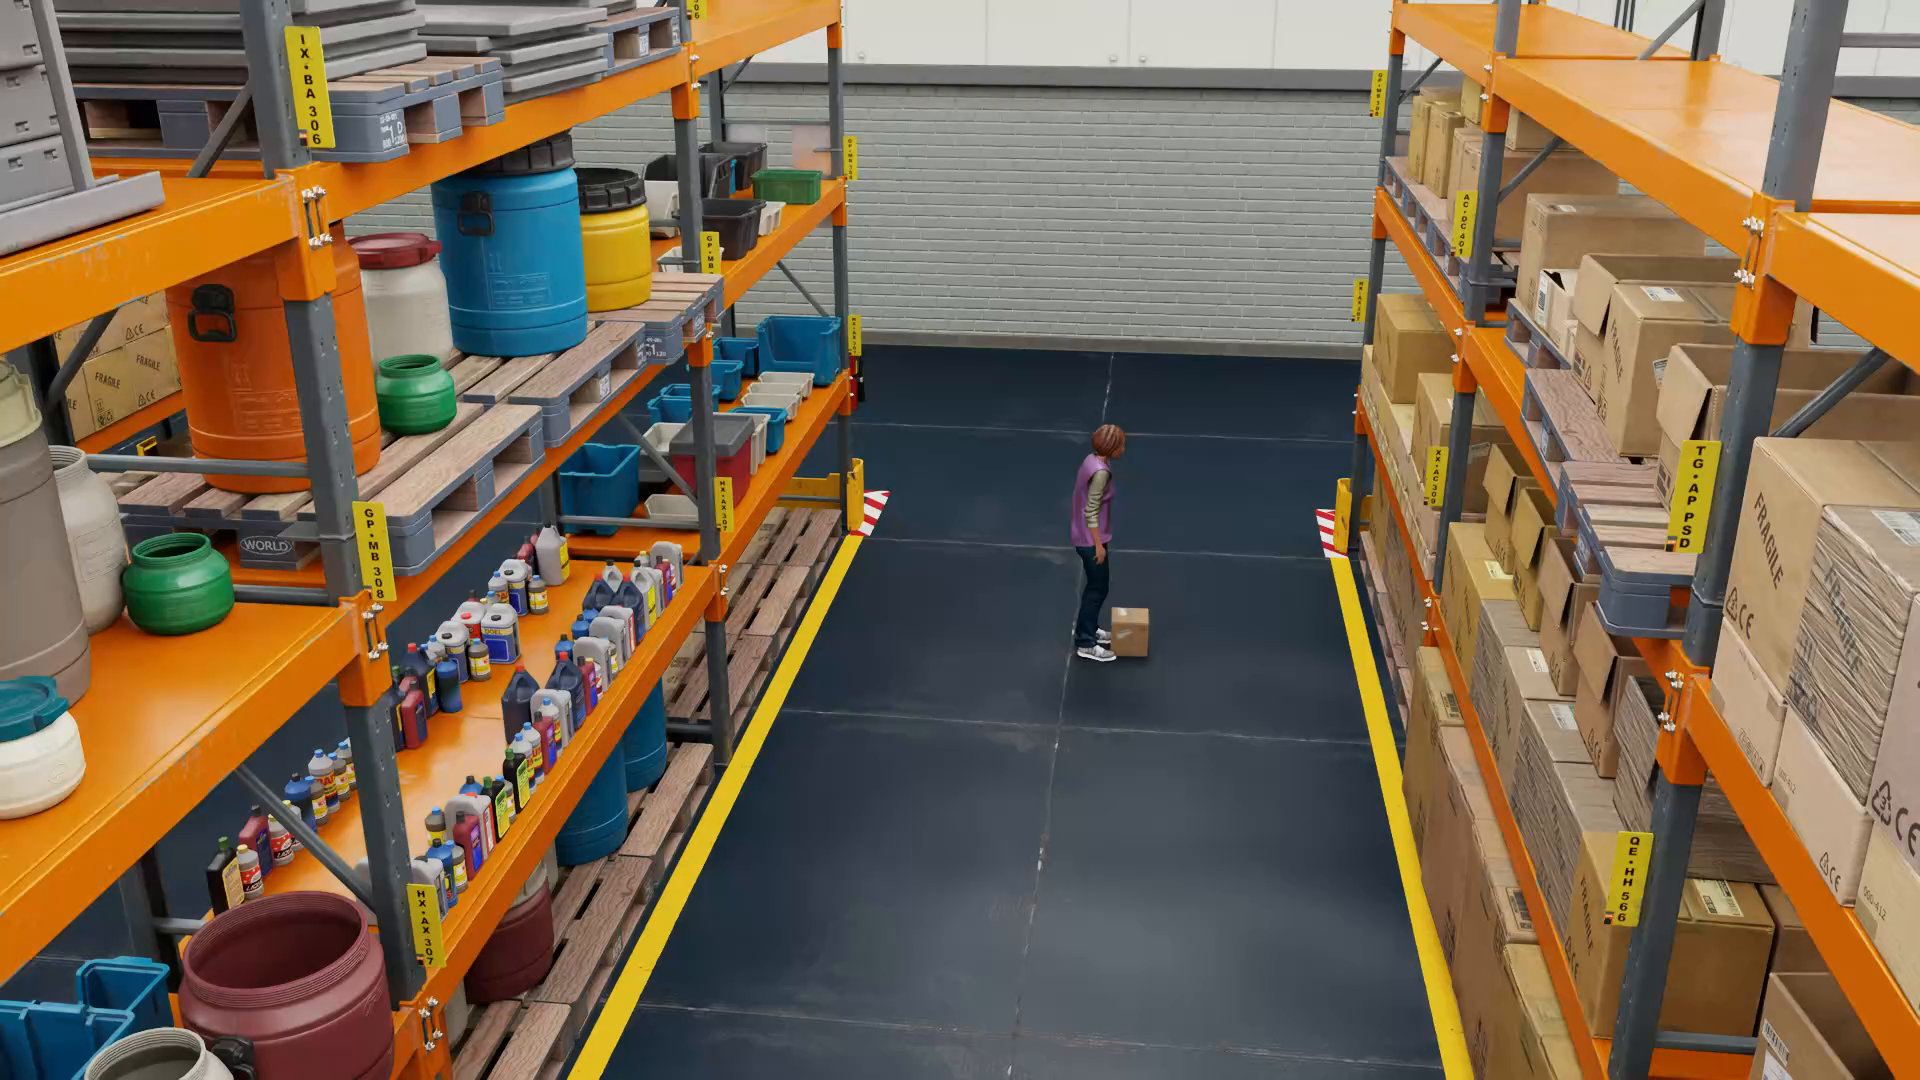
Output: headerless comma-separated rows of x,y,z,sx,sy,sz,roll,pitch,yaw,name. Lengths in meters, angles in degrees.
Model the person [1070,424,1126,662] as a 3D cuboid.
0.908,-0.003,11.109,0.348,1.592,0.470,2,22,4,person
